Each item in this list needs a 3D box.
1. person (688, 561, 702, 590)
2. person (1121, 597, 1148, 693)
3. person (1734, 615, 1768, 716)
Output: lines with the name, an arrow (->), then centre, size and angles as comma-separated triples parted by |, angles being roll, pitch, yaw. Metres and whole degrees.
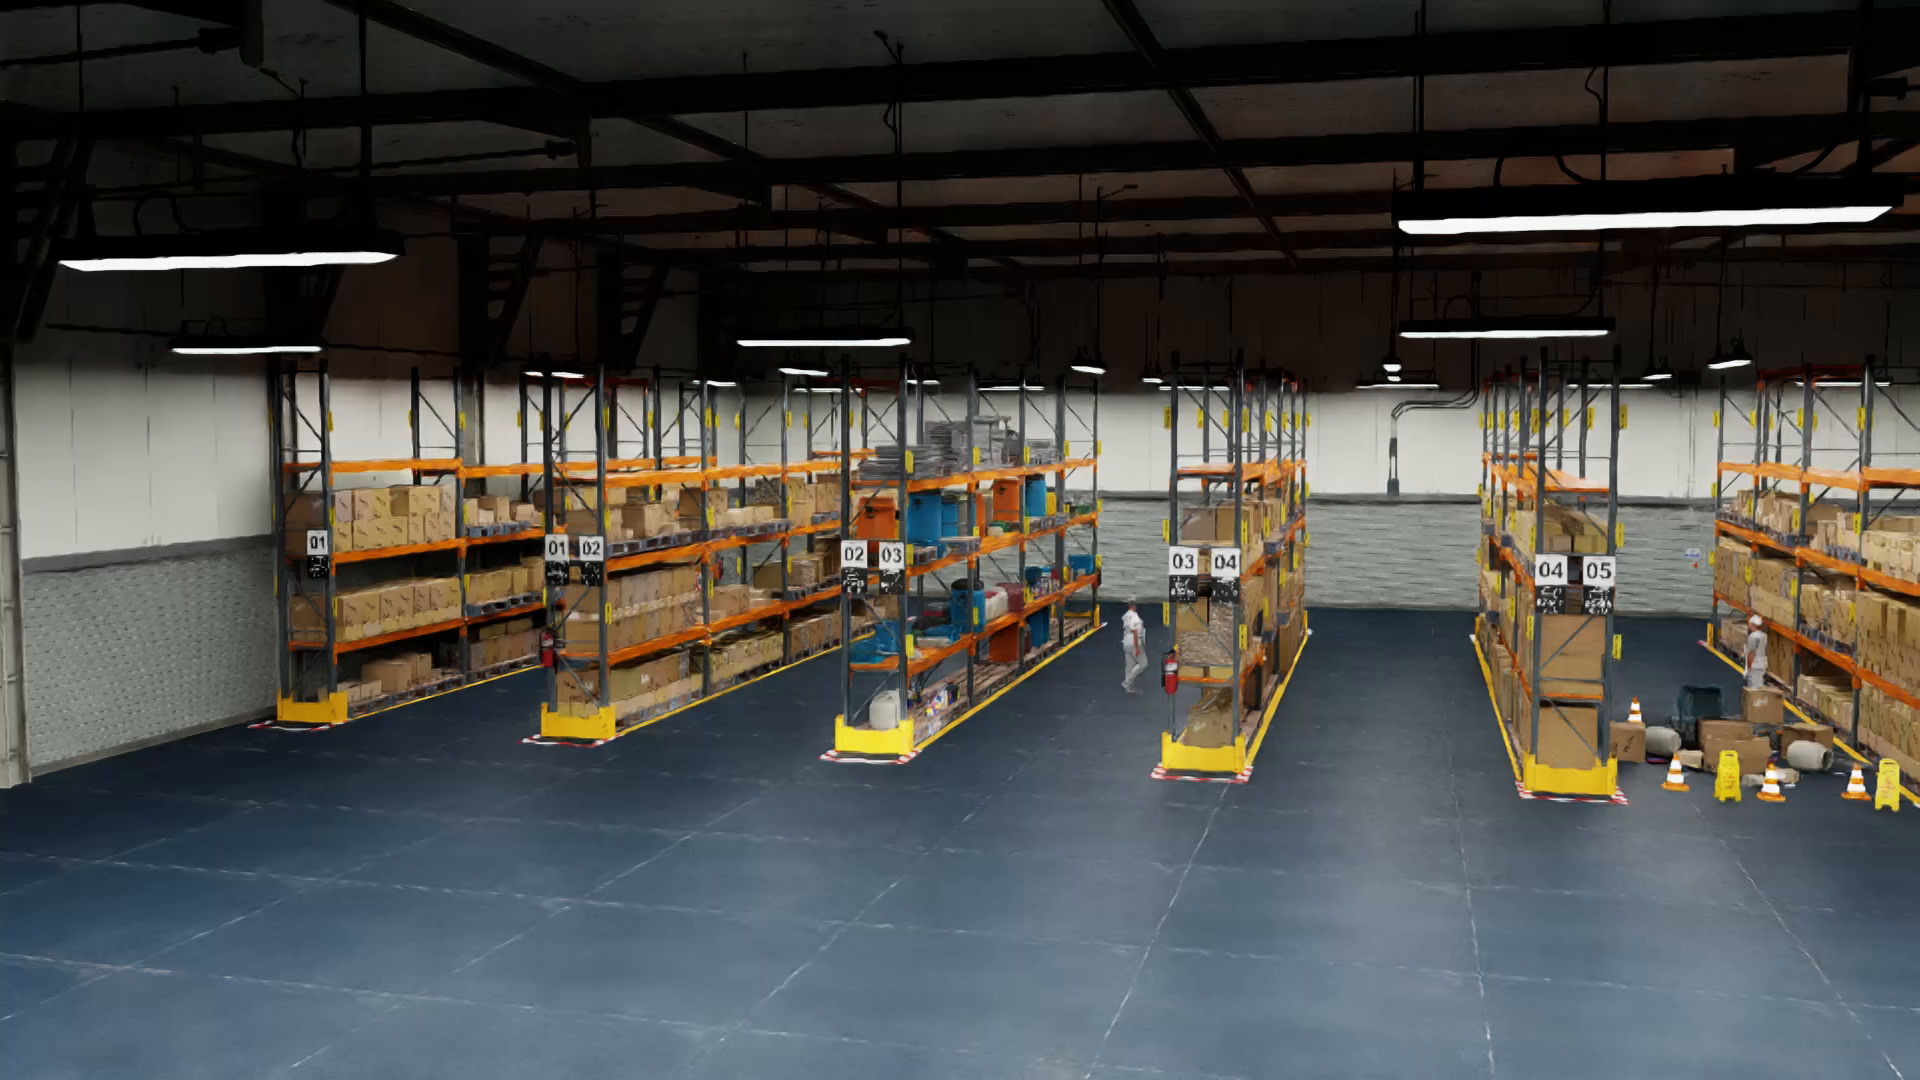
person -> -6.257, 1.336, 38.849 | 0.557, 1.702, 1.114 | 1, 4, 13
person -> 3.159, 1.933, 30.469 | 0.470, 1.754, 0.589 | -1, 4, -15
person -> 13.083, 2.121, 27.450 | 0.583, 1.785, 0.661 | 3, 5, 40
